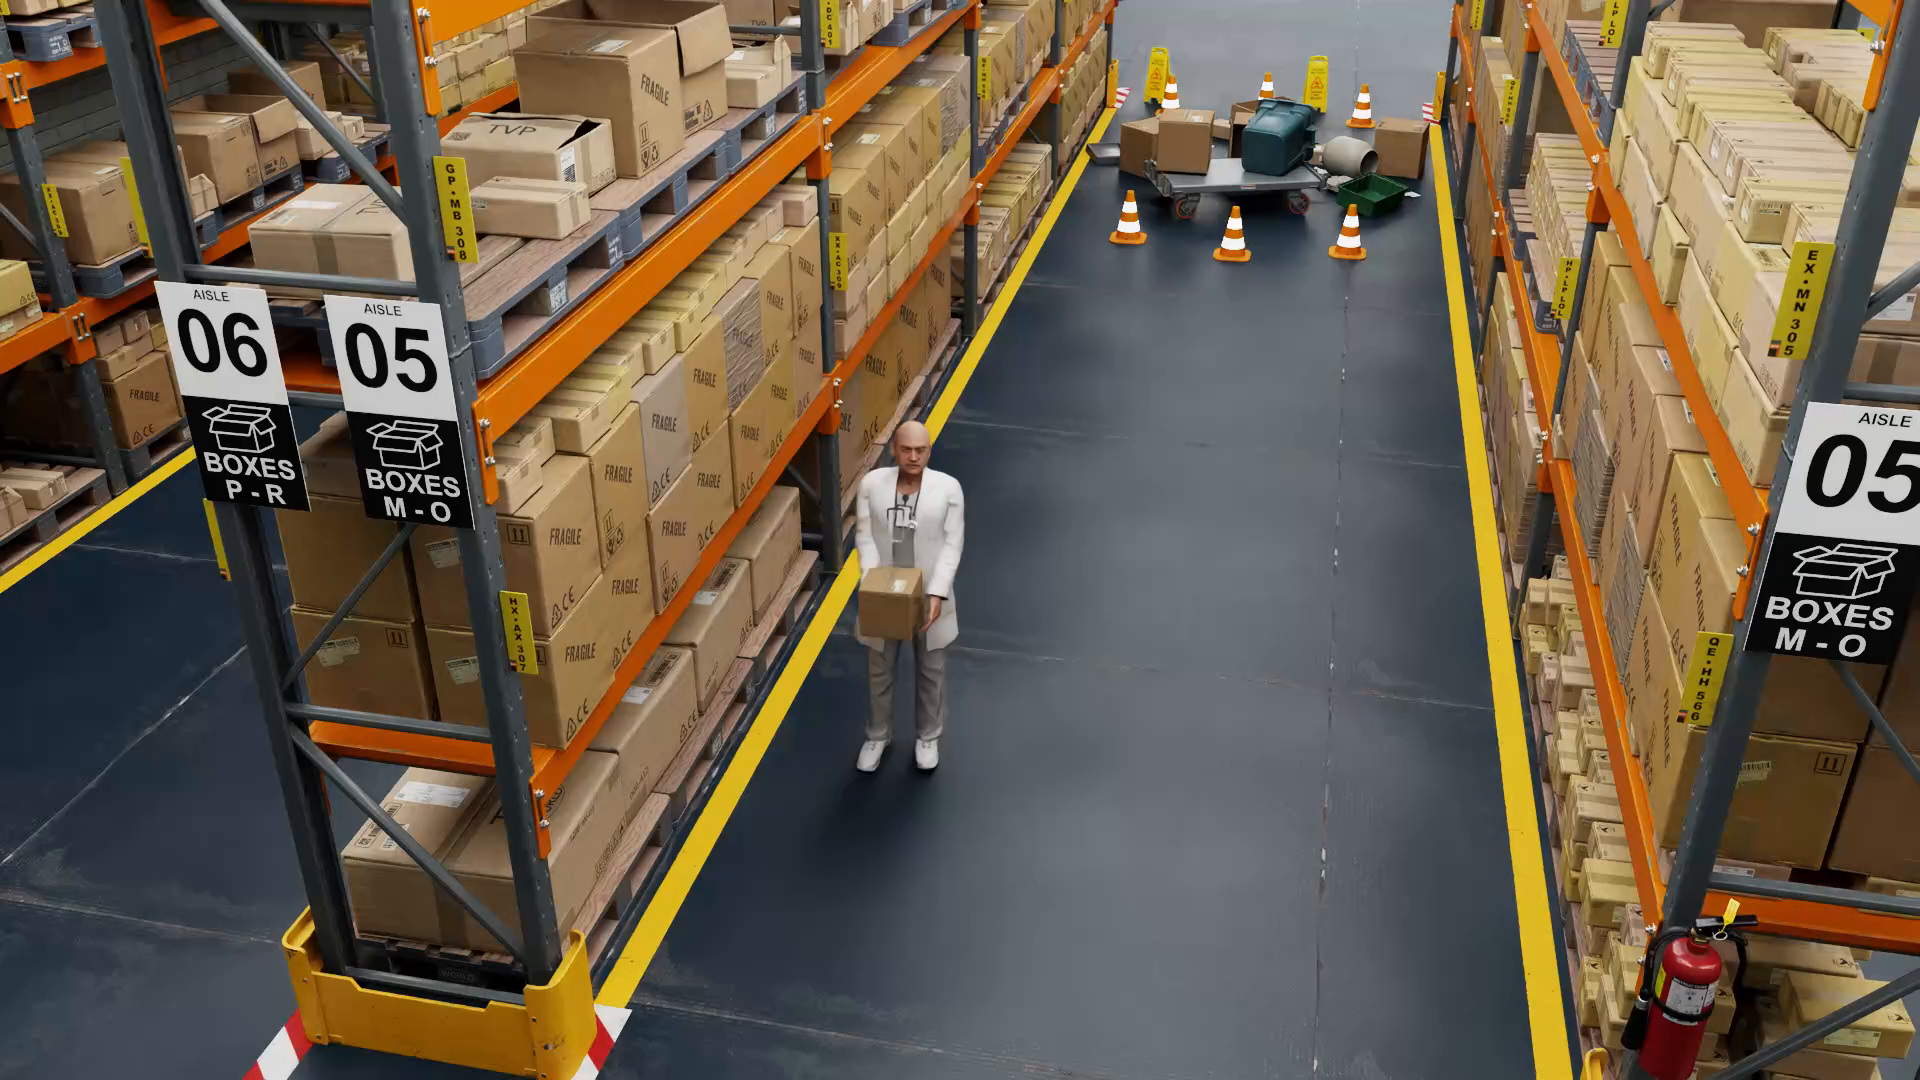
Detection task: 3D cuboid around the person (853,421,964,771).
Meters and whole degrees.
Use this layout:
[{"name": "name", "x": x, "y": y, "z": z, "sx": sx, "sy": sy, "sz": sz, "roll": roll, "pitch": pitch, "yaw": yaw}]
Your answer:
[{"name": "person", "x": -0.255, "y": 0.314, "z": 8.055, "sx": 0.542, "sy": 1.779, "sz": 0.550, "roll": 1, "pitch": 28, "yaw": 2}]
